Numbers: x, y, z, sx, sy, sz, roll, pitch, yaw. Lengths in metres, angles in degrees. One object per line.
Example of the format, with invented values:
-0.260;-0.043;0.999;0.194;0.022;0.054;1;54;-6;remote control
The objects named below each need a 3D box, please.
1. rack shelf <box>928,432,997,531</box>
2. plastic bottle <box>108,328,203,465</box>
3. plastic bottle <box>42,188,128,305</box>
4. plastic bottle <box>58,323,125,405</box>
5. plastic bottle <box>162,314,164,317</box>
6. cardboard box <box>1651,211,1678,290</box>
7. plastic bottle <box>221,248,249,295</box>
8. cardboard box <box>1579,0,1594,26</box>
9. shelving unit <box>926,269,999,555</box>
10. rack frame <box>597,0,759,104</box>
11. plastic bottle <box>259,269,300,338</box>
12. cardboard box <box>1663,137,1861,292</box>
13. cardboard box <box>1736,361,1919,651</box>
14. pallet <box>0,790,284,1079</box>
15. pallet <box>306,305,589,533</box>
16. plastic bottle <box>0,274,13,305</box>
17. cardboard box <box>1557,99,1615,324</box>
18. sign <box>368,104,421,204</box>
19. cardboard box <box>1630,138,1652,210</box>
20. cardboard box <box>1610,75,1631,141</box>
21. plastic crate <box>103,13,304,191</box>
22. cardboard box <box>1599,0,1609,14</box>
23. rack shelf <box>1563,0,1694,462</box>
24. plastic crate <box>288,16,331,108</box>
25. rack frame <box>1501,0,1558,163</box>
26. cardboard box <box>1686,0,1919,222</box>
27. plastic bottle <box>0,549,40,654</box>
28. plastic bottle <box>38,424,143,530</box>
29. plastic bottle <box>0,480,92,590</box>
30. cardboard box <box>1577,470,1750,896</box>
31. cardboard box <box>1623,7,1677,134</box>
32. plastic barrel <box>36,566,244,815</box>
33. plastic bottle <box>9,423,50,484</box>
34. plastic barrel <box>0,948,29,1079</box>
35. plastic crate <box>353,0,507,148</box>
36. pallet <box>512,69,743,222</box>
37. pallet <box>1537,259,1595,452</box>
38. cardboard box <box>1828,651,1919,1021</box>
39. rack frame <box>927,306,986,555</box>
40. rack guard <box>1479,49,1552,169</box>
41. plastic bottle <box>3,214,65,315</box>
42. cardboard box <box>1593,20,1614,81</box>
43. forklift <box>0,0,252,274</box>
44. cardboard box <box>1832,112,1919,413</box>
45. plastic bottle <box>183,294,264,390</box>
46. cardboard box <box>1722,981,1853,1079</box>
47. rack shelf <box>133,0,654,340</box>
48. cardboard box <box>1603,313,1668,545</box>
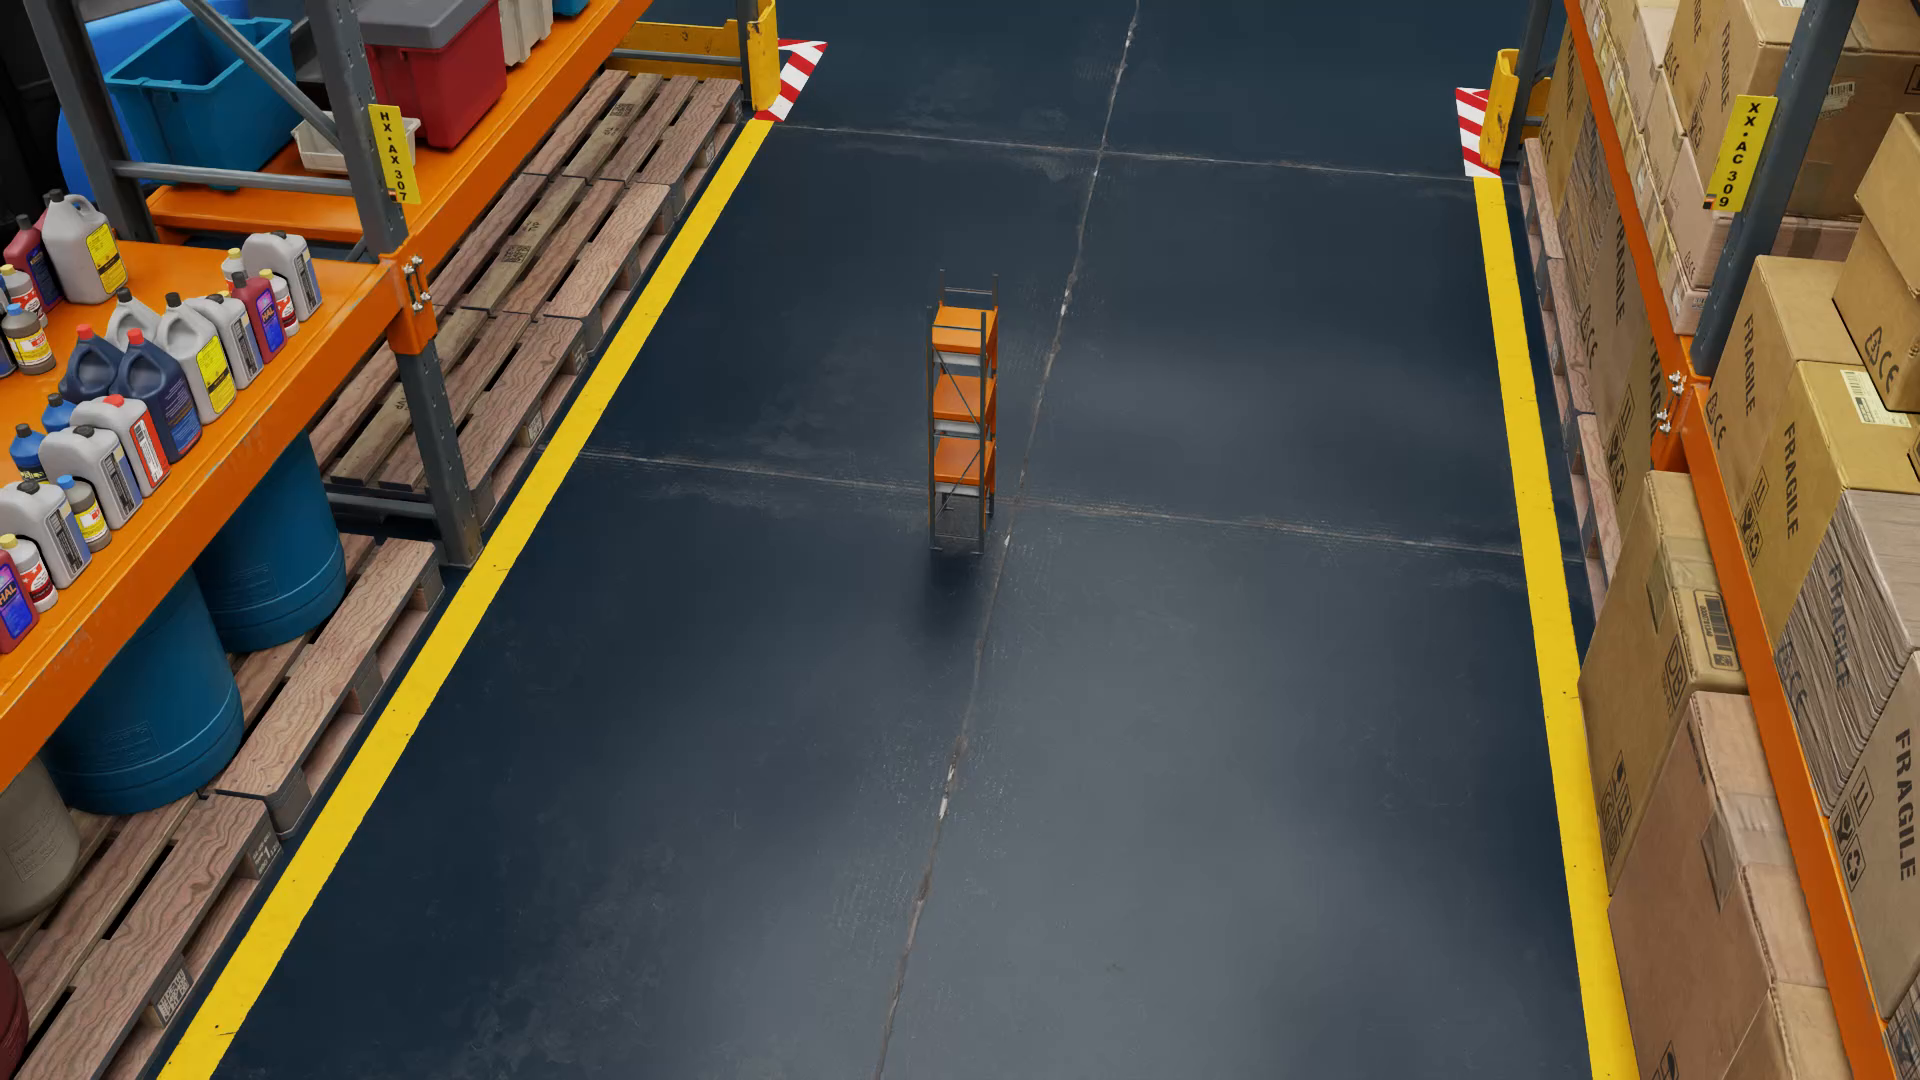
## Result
0.009;-0.216;6.140;0.215;0.259;0.240;6;40;8;rack shelf
-2.146;-0.390;4.406;0.144;0.351;0.185;6;40;8;plastic bottle
-2.665;-0.908;5.033;0.144;0.351;0.185;6;40;8;plastic bottle
-2.288;-0.405;4.425;0.144;0.351;0.185;6;40;8;plastic bottle
-2.217;-0.551;4.718;0.097;0.201;0.097;0;40;0;plastic bottle
2.375;-0.884;5.162;0.380;0.149;0.250;7;40;9;cardboard box
-2.154;-0.780;4.995;0.097;0.201;0.097;0;40;0;plastic bottle
2.730;-2.173;6.722;0.380;0.149;0.250;6;40;7;cardboard box
0.009;-0.438;5.956;0.215;1.050;0.252;6;40;8;shelving unit
-1.585;-3.648;8.308;1.000;3.000;0.127;6;40;8;rack frame
-2.021;-0.702;4.901;0.097;0.201;0.097;0;40;0;plastic bottle
2.418;-0.954;4.934;0.500;0.250;0.500;6;40;7;cardboard box
2.189;-0.053;3.882;0.500;0.500;0.500;6;40;8;cardboard box
-2.661;1.185;4.651;1.003;0.211;1.213;6;40;8;pallet
-2.189;-0.529;6.724;1.003;0.211;1.213;6;40;8;pallet
-2.803;-0.686;4.826;0.097;0.271;0.097;0;40;0;plastic bottle
3.103;-1.463;7.004;0.875;0.875;0.875;6;40;8;cardboard box
-1.736;-1.182;5.109;0.100;0.325;0.005;6;40;8;sign
2.464;-1.206;5.552;0.380;0.149;0.250;7;40;9;cardboard box
2.553;-1.529;5.942;0.380;0.149;0.250;6;40;7;cardboard box
-2.533;-1.485;5.658;0.392;0.384;0.575;6;40;8;plastic crate
2.770;-2.245;6.496;0.500;0.250;0.500;5;40;6;cardboard box
2.947;-1.569;6.359;1.077;0.370;4.000;6;40;8;rack shelf
-2.349;-1.787;6.226;0.437;0.125;0.590;6;40;8;plastic crate
3.293;-3.102;7.648;1.000;3.000;0.127;6;40;8;rack frame
2.417;-1.255;4.710;0.500;0.500;0.500;7;40;9;cardboard box
-2.236;0.116;3.847;0.061;0.283;0.133;6;40;8;plastic bottle
-2.201;-0.177;4.207;0.152;0.276;0.135;6;40;8;plastic bottle
-2.241;-0.031;4.031;0.152;0.276;0.135;6;40;8;plastic bottle
2.510;0.469;4.666;1.225;0.875;0.875;7;40;8;cardboard box
2.594;-1.600;5.715;0.500;0.250;0.500;7;40;9;cardboard box
-2.511;0.293;4.858;0.600;0.901;0.708;6;40;8;plastic barrel
-2.327;-0.177;4.211;0.097;0.271;0.097;0;40;0;plastic bottle
-2.707;1.123;4.101;0.600;0.588;0.708;6;40;8;plastic barrel
-1.876;-1.718;5.877;0.402;0.464;0.583;6;40;8;plastic crate
-1.766;-2.060;8.576;1.003;0.211;1.213;6;40;8;pallet
3.018;-0.753;6.995;1.003;0.211;1.213;6;40;8;pallet
2.017;0.586;3.109;0.500;0.500;0.500;7;40;9;cardboard box
-0.012;-0.362;5.863;0.200;1.050;0.008;6;40;8;rack frame
3.297;-2.153;8.462;1.175;0.500;0.348;6;40;8;rack guard
-2.784;-0.826;4.986;0.061;0.283;0.133;6;40;8;plastic bottle
2.641;-1.853;6.334;0.380;0.149;0.250;5;40;7;cardboard box
-4.720;-2.441;6.903;3.031;2.935;1.130;-32;49;-32;forklift
2.498;-0.615;3.774;0.797;0.503;0.637;5;40;7;cardboard box
-2.091;-0.577;4.692;0.152;0.276;0.135;6;40;8;plastic bottle
2.210;1.587;3.315;1.225;0.875;0.875;7;40;8;cardboard box
-1.932;-2.115;7.019;1.077;0.370;4.000;6;40;8;rack shelf
2.794;-0.340;5.645;0.875;0.875;0.875;6;40;8;cardboard box
